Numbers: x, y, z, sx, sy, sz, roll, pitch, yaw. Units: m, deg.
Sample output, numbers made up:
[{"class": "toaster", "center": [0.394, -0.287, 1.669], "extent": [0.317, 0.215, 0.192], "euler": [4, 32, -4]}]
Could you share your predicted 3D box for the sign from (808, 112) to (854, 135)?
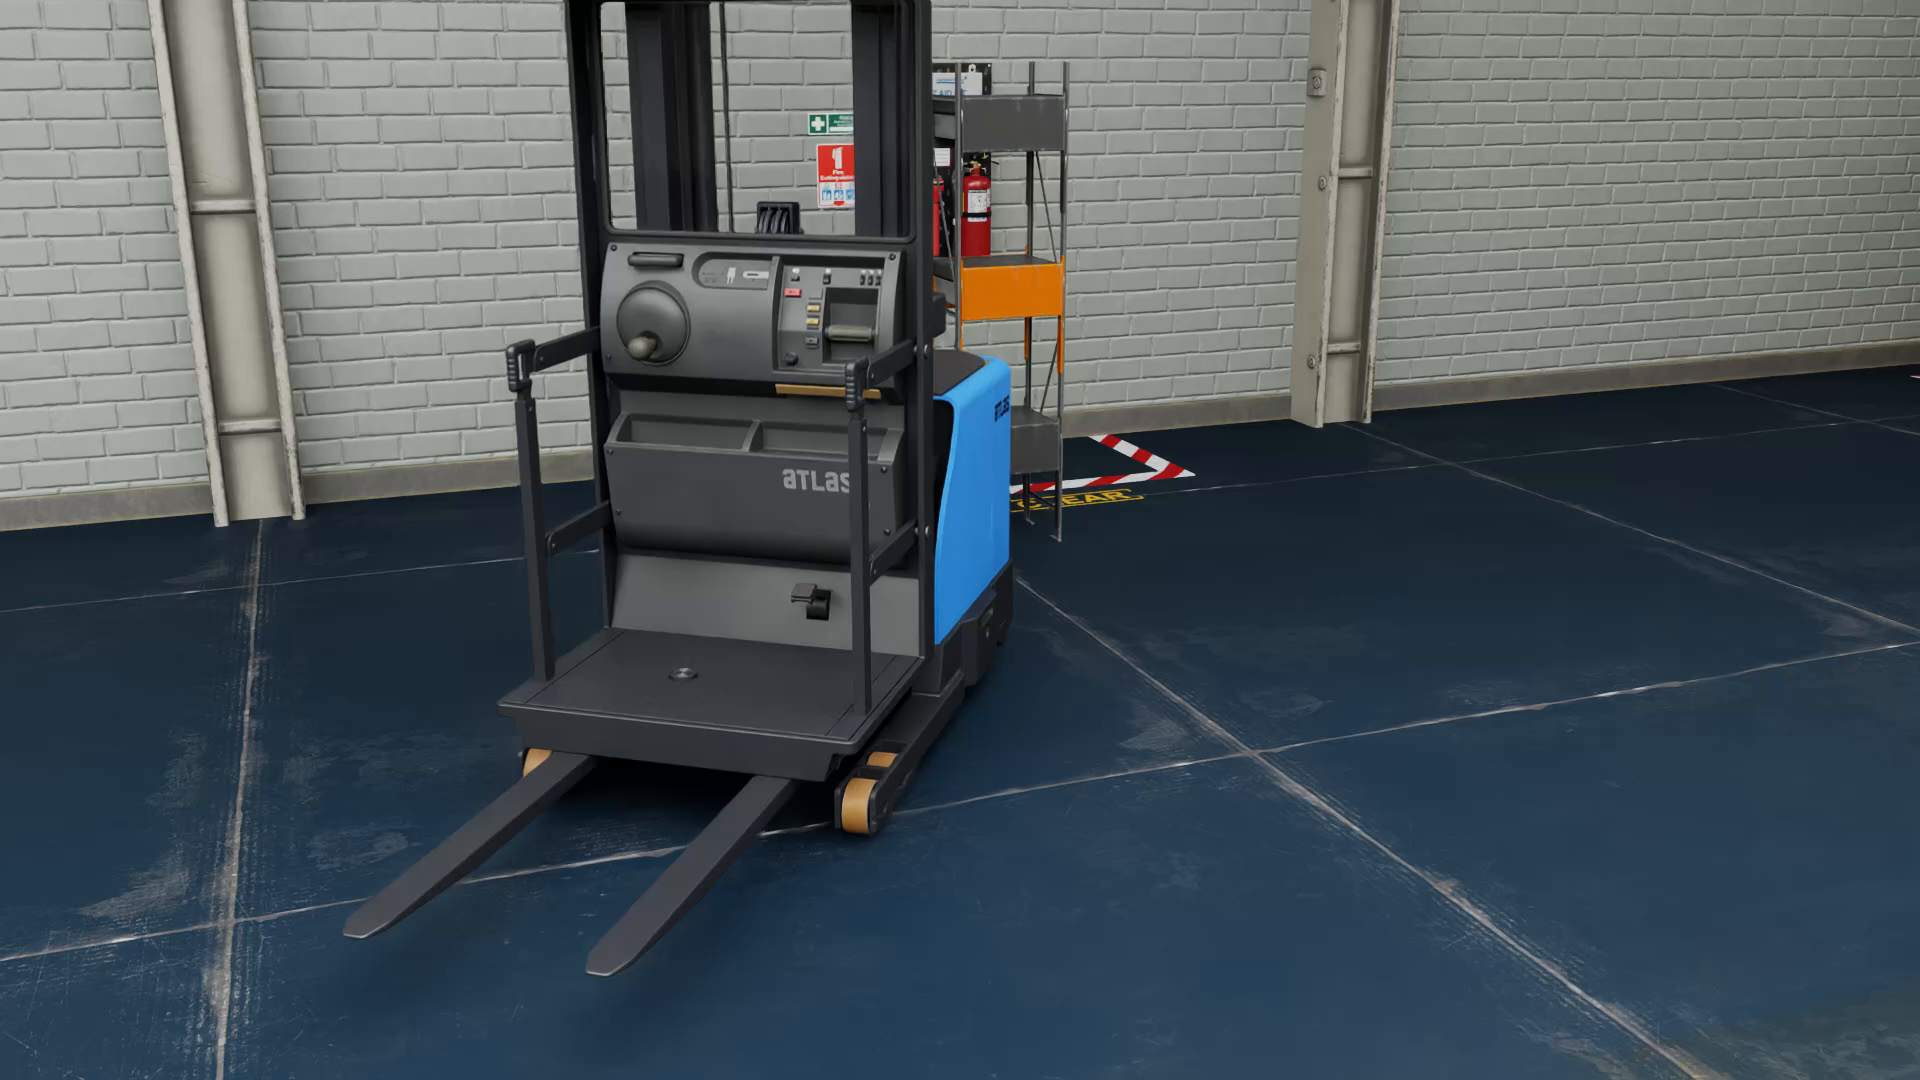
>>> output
[{"class": "sign", "center": [-0.631, -2.168, 8.652], "extent": [0.331, 0.109, 0.001], "euler": [-6, 17, -20]}]

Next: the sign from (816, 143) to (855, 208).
[{"class": "sign", "center": [-0.638, -1.915, 8.733], "extent": [0.234, 0.329, 0.001], "euler": [-6, 17, -20]}]

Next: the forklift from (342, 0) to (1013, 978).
[{"class": "forklift", "center": [-0.682, -0.686, 4.731], "extent": [1.130, 2.935, 3.031], "euler": [4, 17, 15]}]

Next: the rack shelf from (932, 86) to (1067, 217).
[{"class": "rack shelf", "center": [0.155, -1.683, 7.166], "extent": [0.480, 0.518, 0.431], "euler": [-6, 17, -20]}]

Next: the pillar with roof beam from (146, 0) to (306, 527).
[{"class": "pillar with roof beam", "center": [-1.826, -3.307, 2.888], "extent": [0.400, 9.000, 9.100], "euler": [-6, 17, -20]}]

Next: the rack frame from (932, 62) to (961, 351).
[{"class": "rack frame", "center": [-0.073, -1.000, 7.275], "extent": [0.015, 2.100, 0.400], "euler": [-6, 17, -20]}]

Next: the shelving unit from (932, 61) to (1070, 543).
[{"class": "shelving unit", "center": [0.155, -1.024, 7.359], "extent": [0.503, 2.100, 0.431], "euler": [-6, 17, -20]}]

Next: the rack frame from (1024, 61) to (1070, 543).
[{"class": "rack frame", "center": [0.382, -1.049, 7.443], "extent": [0.015, 2.100, 0.400], "euler": [-6, 17, -20]}]

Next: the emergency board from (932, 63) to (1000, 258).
[{"class": "emergency board", "center": [-0.085, -1.927, 8.836], "extent": [0.643, 1.169, 0.194], "euler": [-6, 17, -20]}]

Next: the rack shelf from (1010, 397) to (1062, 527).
[{"class": "rack shelf", "center": [0.155, -0.339, 7.560], "extent": [0.480, 0.518, 0.431], "euler": [-6, 17, -20]}]

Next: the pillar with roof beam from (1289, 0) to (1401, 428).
[{"class": "pillar with roof beam", "center": [3.777, -3.912, 4.948], "extent": [0.400, 9.000, 9.100], "euler": [-6, 17, -20]}]

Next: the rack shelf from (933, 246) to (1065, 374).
[{"class": "rack shelf", "center": [0.155, -1.011, 7.363], "extent": [0.480, 0.518, 0.431], "euler": [-6, 17, -20]}]
